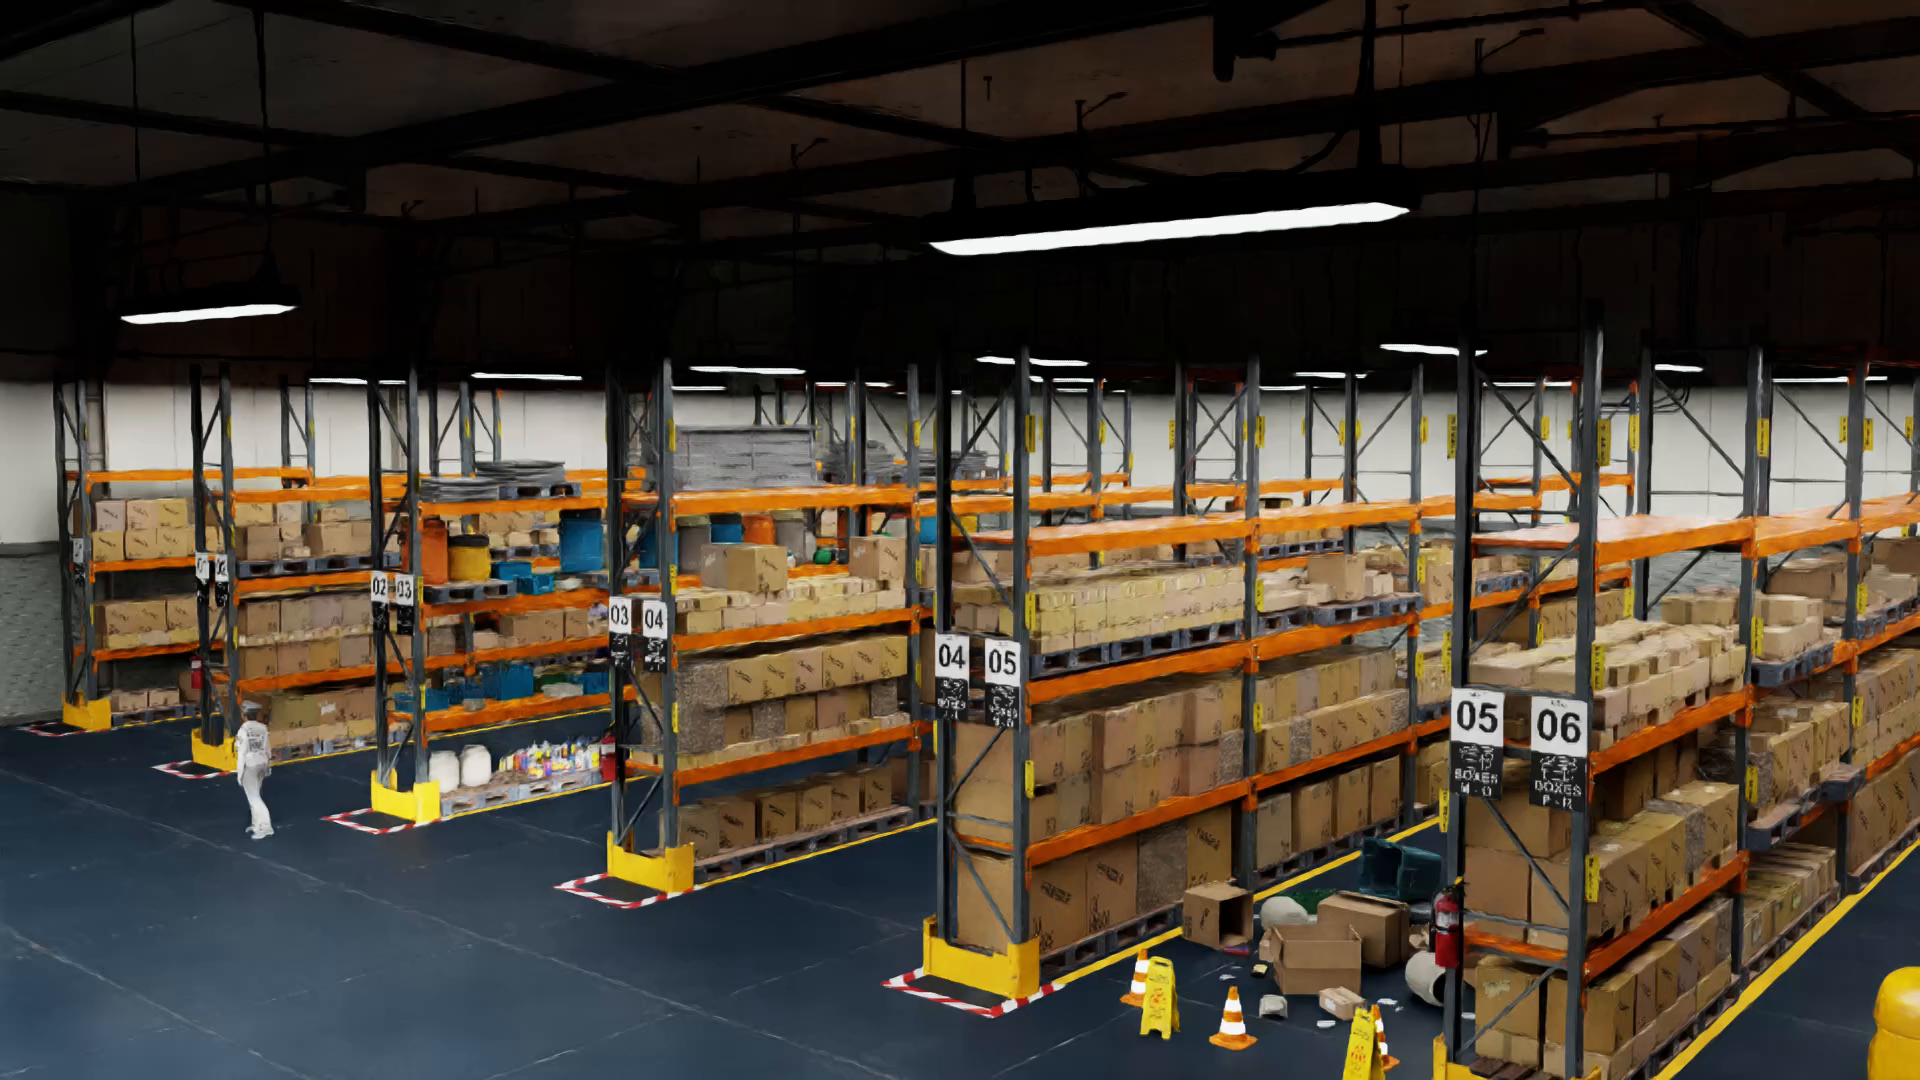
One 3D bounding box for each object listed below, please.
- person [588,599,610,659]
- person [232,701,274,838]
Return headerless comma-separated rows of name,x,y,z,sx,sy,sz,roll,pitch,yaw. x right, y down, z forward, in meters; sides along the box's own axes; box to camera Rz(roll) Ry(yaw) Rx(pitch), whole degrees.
person,-7.481,1.880,34.417,0.477,1.580,0.999,3,5,32
person,-8.754,2.849,20.699,0.519,1.669,0.572,1,4,15
